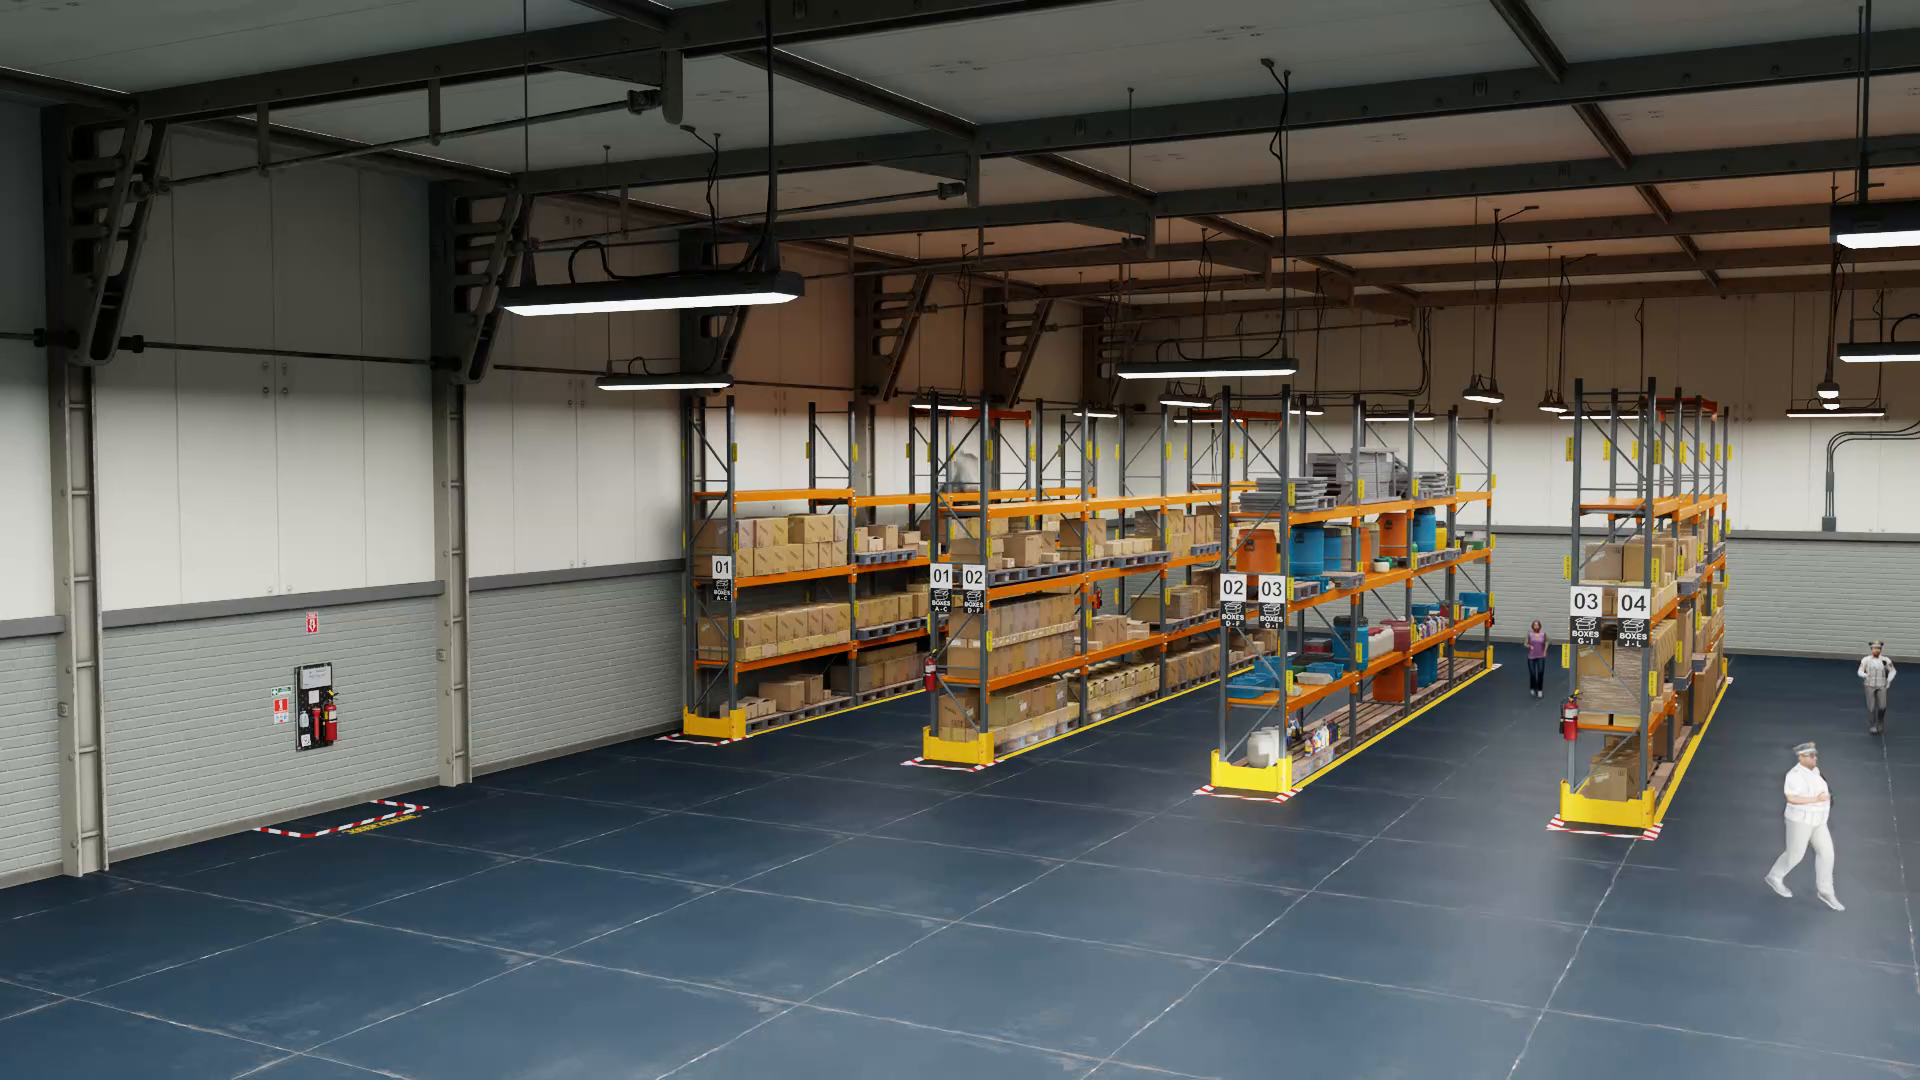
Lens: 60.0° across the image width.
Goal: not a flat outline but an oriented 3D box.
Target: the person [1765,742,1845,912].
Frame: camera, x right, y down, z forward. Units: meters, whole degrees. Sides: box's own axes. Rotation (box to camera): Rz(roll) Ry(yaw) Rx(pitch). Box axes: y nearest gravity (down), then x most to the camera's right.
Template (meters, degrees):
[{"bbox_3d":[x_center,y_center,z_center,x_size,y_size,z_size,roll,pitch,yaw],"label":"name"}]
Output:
[{"bbox_3d":[9.356,3.133,18.412,0.648,1.828,0.851,-1,3,-26],"label":"person"}]

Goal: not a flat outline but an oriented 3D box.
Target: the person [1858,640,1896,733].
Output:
[{"bbox_3d":[16.265,2.609,29.502,0.602,1.655,0.554,2,3,28],"label":"person"}]

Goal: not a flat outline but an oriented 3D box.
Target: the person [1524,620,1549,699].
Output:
[{"bbox_3d":[11.739,2.430,33.882,0.490,1.625,0.711,1,3,19],"label":"person"}]
